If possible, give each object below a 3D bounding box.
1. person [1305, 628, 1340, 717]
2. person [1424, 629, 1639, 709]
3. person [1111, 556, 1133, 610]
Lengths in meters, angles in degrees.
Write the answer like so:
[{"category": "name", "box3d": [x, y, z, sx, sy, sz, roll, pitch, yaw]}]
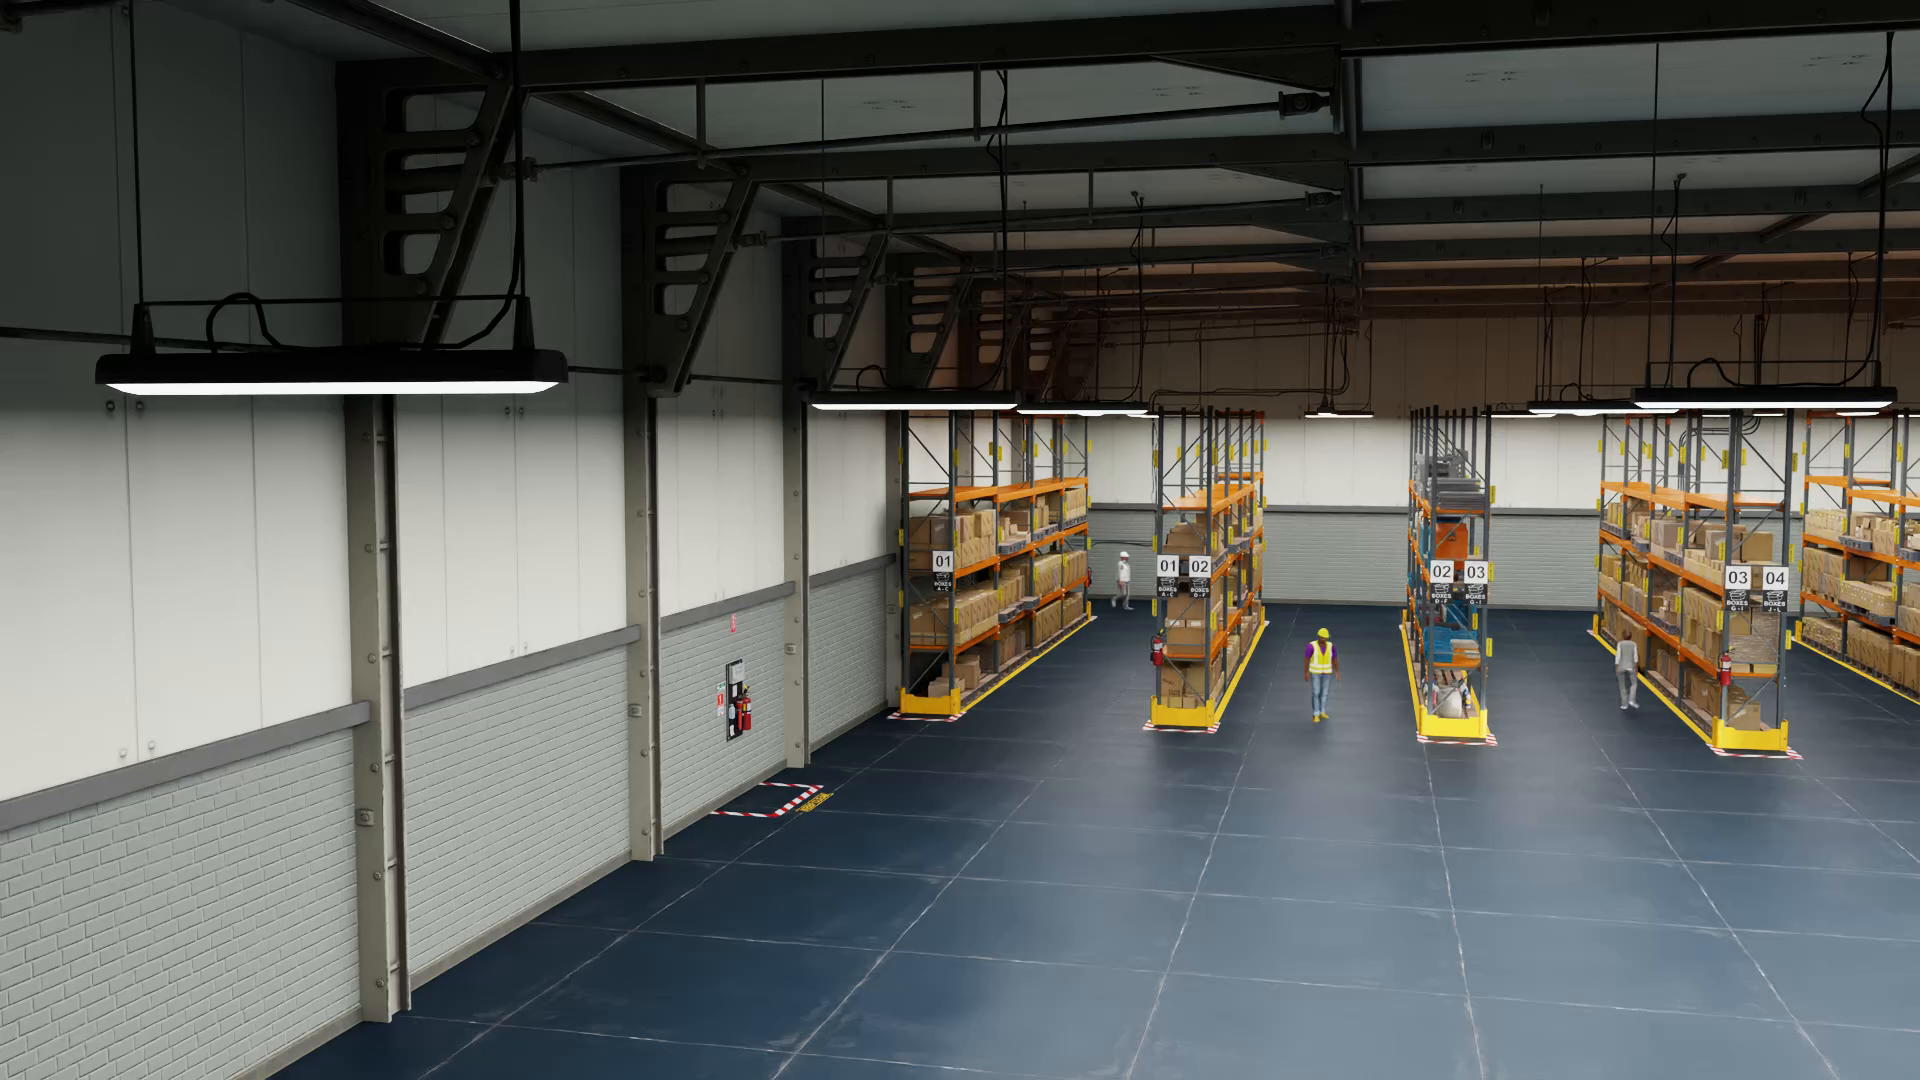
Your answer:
[{"category": "person", "box3d": [6.901, 2.513, 31.745, 0.629, 1.697, 0.483, 0, 4, -5]}, {"category": "person", "box3d": [11.246, 2.590, 32.645, 4.154, 1.596, 2.004, 1, 4, 14]}, {"category": "person", "box3d": [4.892, 1.259, 50.142, 0.619, 1.715, 0.569, 3, 5, 33]}]
